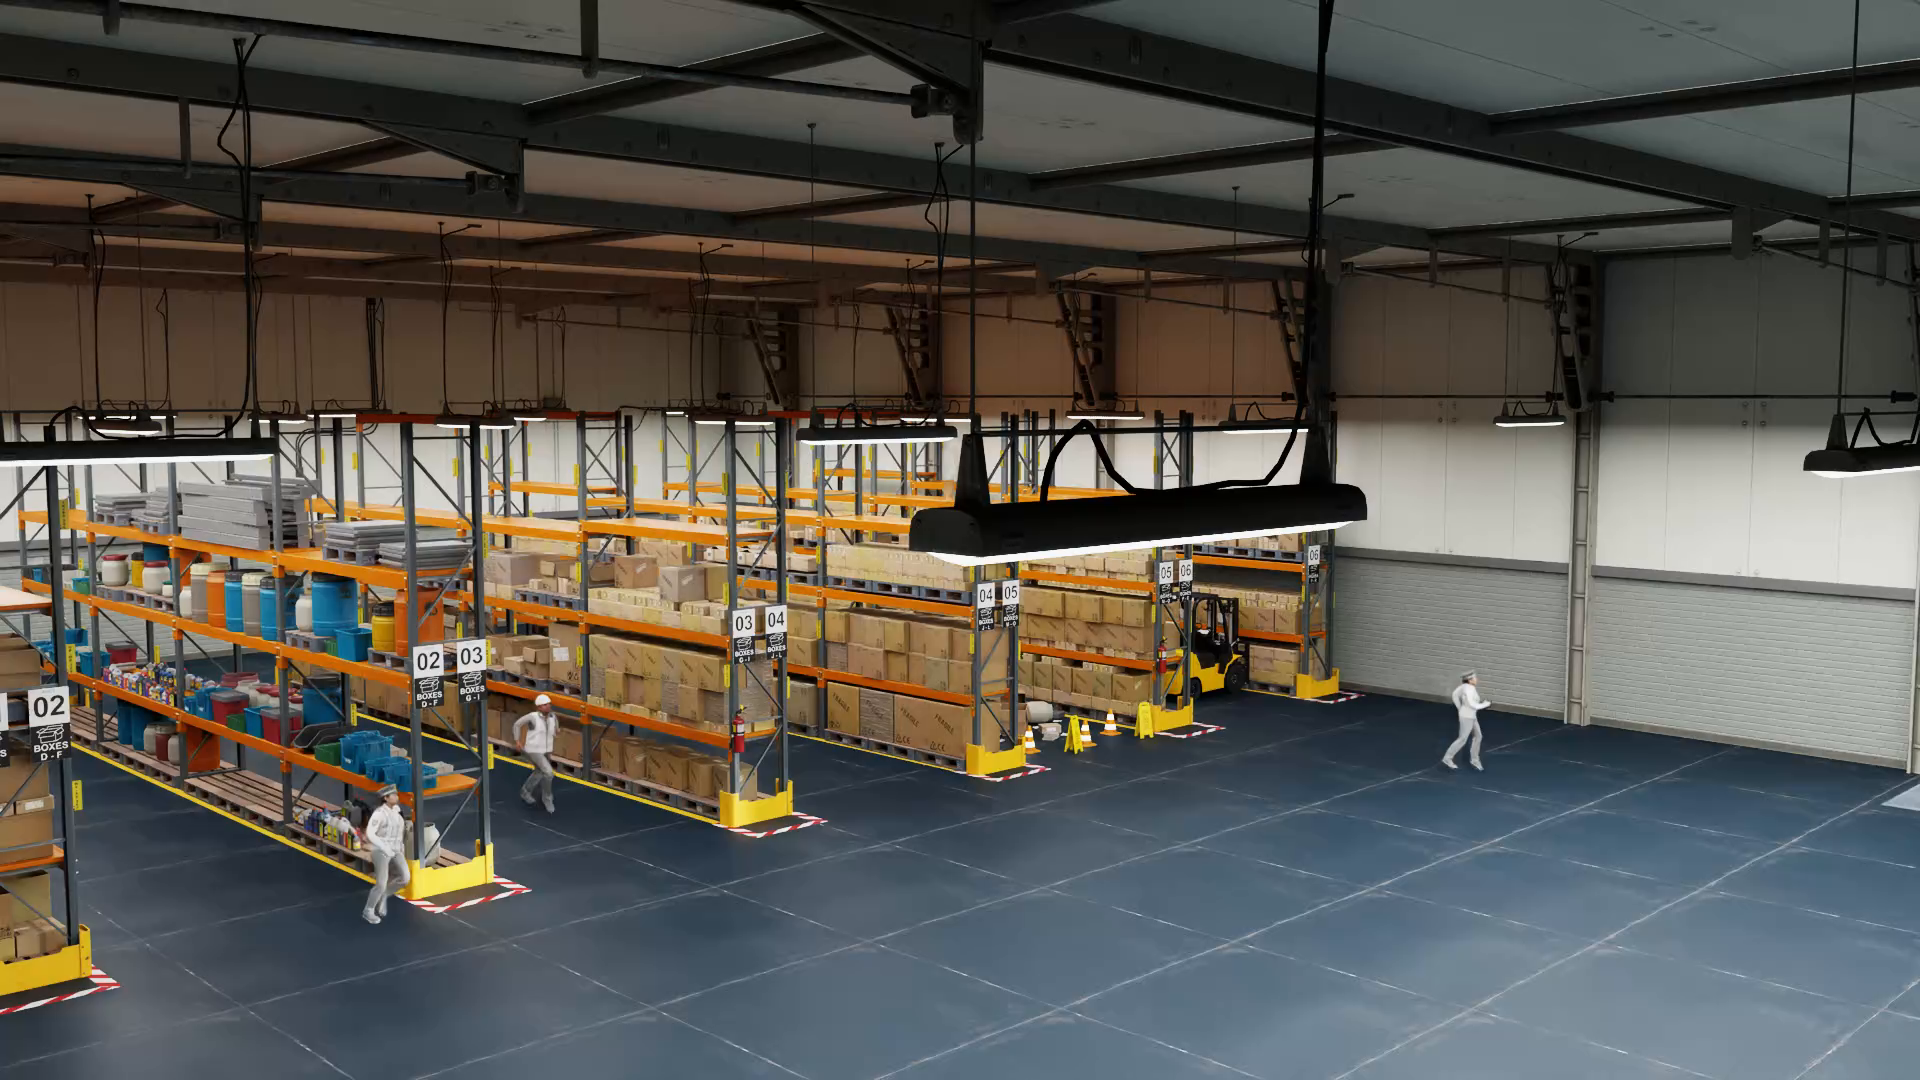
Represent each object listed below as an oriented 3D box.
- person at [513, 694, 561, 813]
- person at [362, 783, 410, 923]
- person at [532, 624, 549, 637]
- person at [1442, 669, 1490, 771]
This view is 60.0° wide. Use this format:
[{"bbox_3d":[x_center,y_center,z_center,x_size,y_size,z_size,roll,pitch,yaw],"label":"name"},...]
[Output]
[{"bbox_3d":[-6.446,3.249,25.430,0.849,1.812,0.679,3,6,35],"label":"person"},{"bbox_3d":[-6.899,3.768,20.150,0.529,1.639,0.675,2,5,23],"label":"person"},{"bbox_3d":[-10.298,1.939,40.728,0.730,1.790,0.679,-1,5,-8],"label":"person"},{"bbox_3d":[8.542,3.049,28.060,0.767,1.758,0.627,1,5,13],"label":"person"}]
